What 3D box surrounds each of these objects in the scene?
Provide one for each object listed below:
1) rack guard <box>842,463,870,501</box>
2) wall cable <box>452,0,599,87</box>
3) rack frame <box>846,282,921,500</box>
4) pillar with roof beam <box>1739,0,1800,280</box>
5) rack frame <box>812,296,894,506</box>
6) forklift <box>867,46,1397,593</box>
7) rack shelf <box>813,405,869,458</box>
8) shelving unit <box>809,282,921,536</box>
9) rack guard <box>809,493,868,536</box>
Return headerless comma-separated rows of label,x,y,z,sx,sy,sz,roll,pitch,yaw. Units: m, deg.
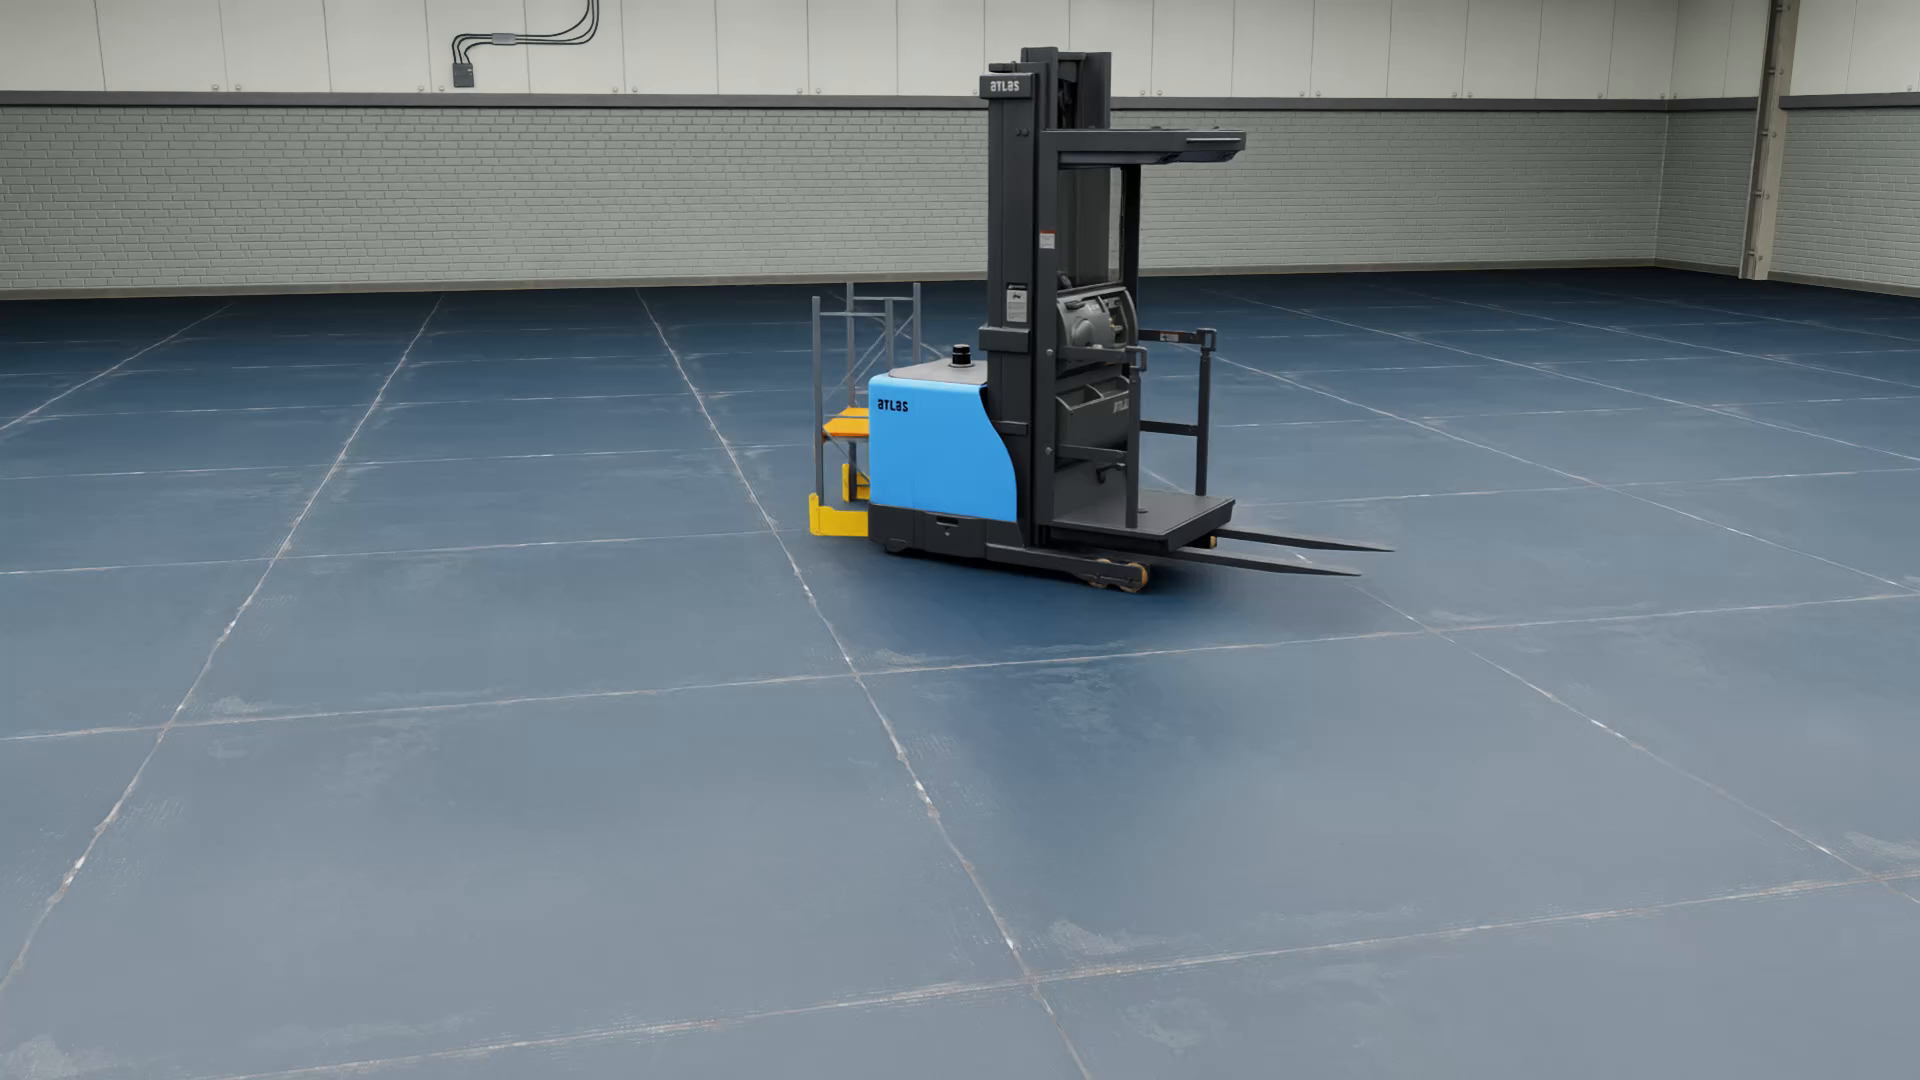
rack guard,-0.519,-0.391,11.500,0.587,0.250,0.087,2,14,8
wall cable,-6.860,-10.133,25.777,2.305,6.003,0.169,-3,14,-13
rack frame,-0.517,-1.003,11.371,0.500,1.500,0.032,2,14,8
pillar with roof beam,9.749,-8.718,27.150,9.100,9.000,0.400,-3,14,-13
rack frame,-0.661,-0.764,10.393,0.500,1.500,0.032,2,14,8
forklift,0.969,-1.274,9.467,3.031,2.935,1.130,8,16,30
rack shelf,-0.589,-0.708,10.925,0.538,0.185,1.000,2,14,8
shelving unit,-0.590,-0.881,10.873,0.587,1.500,1.083,2,14,8
rack guard,-0.661,-0.157,10.543,0.587,0.250,0.087,2,14,8
